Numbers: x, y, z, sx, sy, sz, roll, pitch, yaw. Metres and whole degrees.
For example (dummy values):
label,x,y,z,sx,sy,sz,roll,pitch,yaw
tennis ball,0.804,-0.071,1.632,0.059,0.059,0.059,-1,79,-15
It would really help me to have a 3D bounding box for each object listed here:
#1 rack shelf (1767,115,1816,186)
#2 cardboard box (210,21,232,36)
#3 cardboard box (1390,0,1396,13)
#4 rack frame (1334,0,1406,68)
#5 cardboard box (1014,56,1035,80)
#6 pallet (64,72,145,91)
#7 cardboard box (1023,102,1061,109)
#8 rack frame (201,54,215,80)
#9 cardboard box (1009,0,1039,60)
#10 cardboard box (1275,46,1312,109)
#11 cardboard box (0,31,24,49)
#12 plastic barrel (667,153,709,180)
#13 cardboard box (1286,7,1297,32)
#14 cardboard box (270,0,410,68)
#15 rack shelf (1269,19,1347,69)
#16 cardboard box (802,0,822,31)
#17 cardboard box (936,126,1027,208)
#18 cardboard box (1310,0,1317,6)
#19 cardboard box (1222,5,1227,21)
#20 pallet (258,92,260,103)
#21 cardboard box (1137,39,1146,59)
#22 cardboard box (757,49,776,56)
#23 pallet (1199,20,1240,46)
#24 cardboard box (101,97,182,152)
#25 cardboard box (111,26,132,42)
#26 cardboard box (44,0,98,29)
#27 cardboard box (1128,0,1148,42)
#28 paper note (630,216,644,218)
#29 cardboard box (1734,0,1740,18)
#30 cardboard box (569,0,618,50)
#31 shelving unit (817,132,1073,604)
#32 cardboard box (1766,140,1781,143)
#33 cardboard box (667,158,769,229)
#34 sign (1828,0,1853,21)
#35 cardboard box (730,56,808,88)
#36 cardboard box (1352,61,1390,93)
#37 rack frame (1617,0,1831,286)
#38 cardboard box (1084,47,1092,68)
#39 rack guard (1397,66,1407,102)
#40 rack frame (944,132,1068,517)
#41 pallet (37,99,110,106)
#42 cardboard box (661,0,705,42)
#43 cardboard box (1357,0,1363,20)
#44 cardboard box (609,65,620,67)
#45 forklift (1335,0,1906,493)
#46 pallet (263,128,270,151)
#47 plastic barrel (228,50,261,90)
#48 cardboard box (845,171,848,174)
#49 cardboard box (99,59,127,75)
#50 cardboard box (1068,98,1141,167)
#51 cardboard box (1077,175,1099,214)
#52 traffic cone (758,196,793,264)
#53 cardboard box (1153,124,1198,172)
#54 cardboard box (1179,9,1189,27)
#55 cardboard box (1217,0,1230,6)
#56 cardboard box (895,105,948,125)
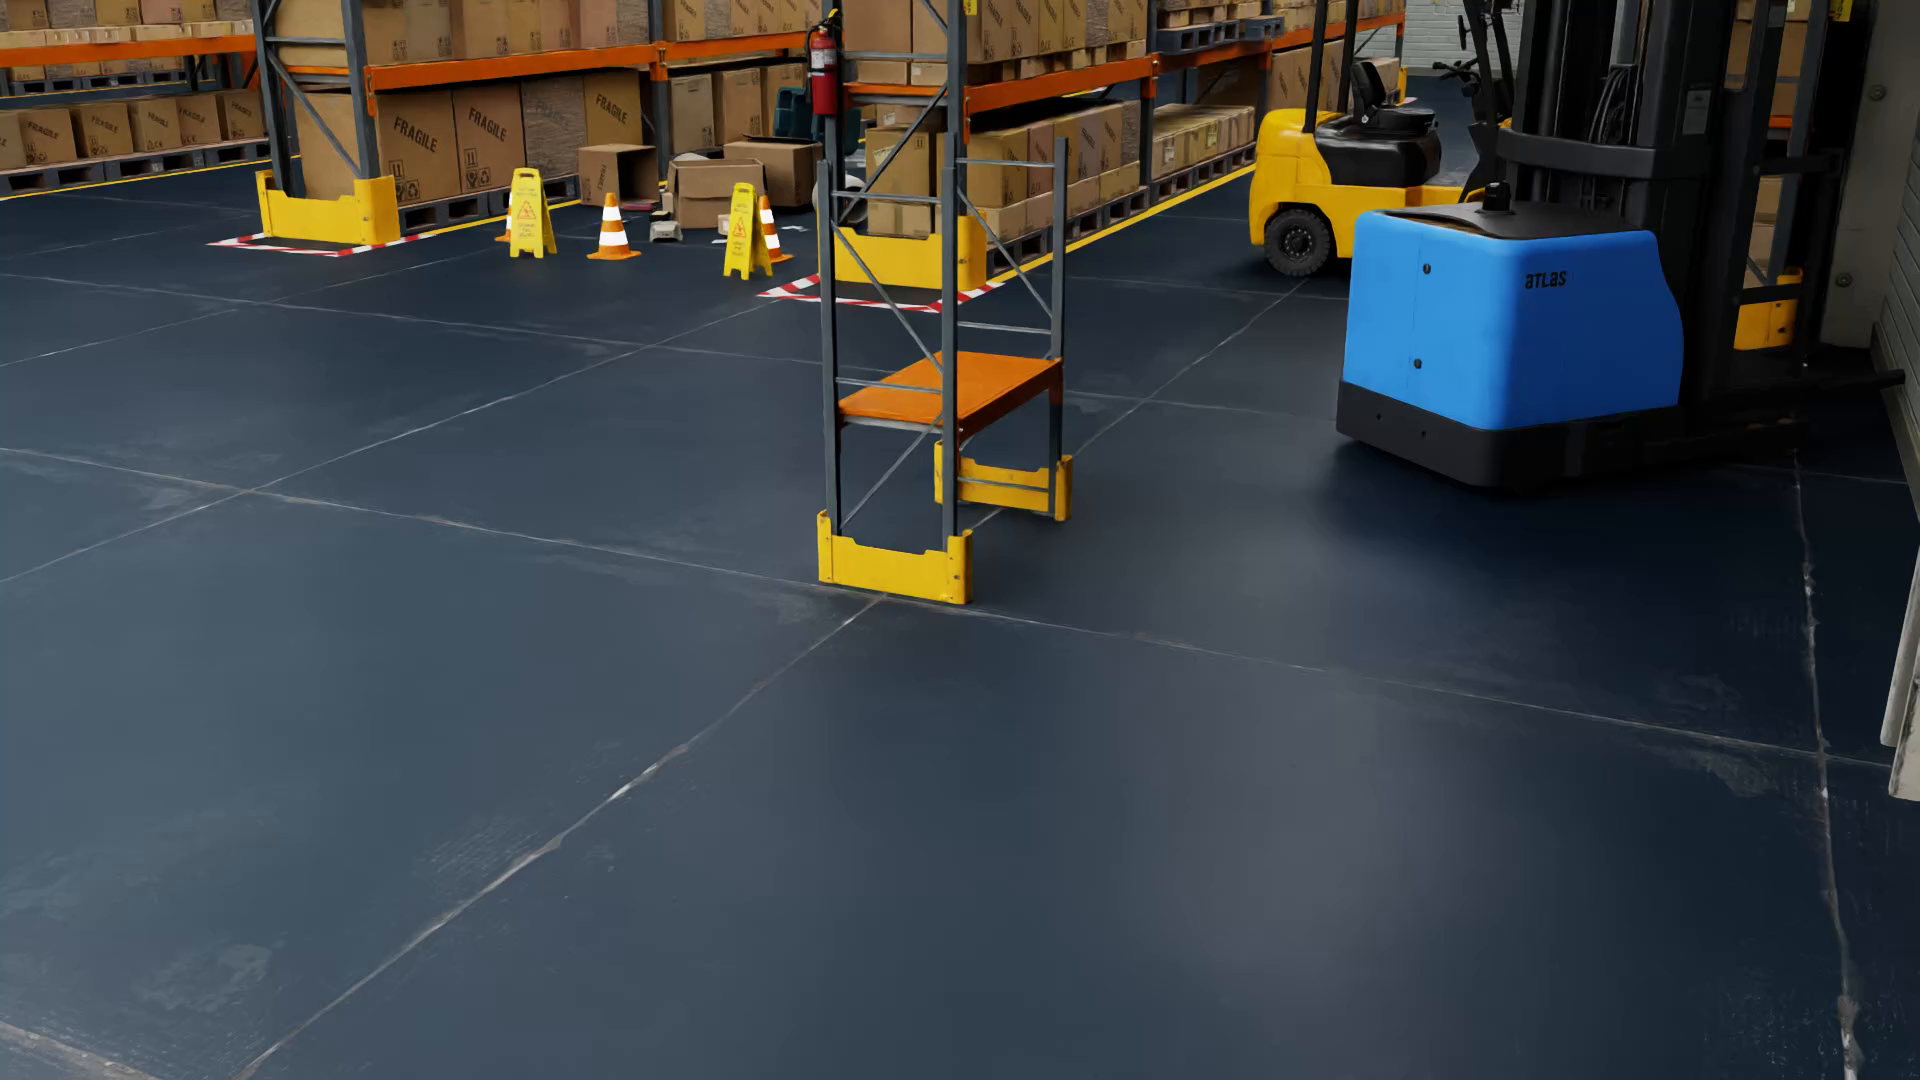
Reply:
label,x,y,z,sx,sy,sz,roll,pitch,yaw
rack shelf,4.915,-2.775,10.869,1.077,0.370,4.000,9,21,23
cardboard box,-7.925,-5.398,17.544,0.380,0.149,0.250,9,21,23
cardboard box,5.942,-7.786,23.736,0.500,0.500,0.500,8,21,22
rack frame,6.118,-8.074,24.695,1.000,3.000,0.127,9,21,23
cardboard box,0.313,-3.360,11.815,0.380,0.149,0.250,9,21,24
pallet,-14.394,-7.629,27.606,1.003,0.211,1.213,9,21,23
cardboard box,0.507,-3.353,13.777,0.500,0.500,0.500,9,22,25
rack frame,-13.597,-9.571,28.905,1.000,3.000,0.127,9,21,23
cardboard box,0.222,-3.635,11.622,0.500,0.500,0.500,9,22,24
cardboard box,3.569,-5.297,19.430,0.875,0.875,0.875,9,21,23
cardboard box,-8.905,-4.627,15.377,0.380,0.149,0.250,9,21,23
plastic barrel,-2.419,-3.283,15.067,0.421,0.421,0.512,-9,22,-24
cardboard box,3.466,-5.832,18.615,0.500,0.250,0.500,8,21,21
cardboard box,-4.881,-4.021,13.076,0.875,0.550,0.550,9,21,23
rack shelf,3.661,-5.901,19.658,1.077,0.370,4.000,9,21,23
cardboard box,-1.861,-5.997,18.705,0.500,0.500,0.500,9,21,23
cardboard box,0.158,-2.654,11.814,0.500,0.500,0.500,8,21,21
cardboard box,3.922,-6.376,19.398,0.500,0.250,0.500,9,21,24
cardboard box,2.360,-5.091,16.055,0.380,0.149,0.250,8,21,21
pallet,-10.433,-6.601,24.714,1.003,0.211,1.213,9,21,23
cardboard box,1.350,-4.147,14.028,0.380,0.149,0.250,8,21,22
cardboard box,-3.485,-8.146,27.441,0.875,0.875,0.875,9,21,23
pallet,2.069,-4.927,16.133,1.003,0.211,1.213,9,21,23
cardboard box,-8.448,-4.292,17.164,0.500,0.500,0.500,7,21,18
cardboard box,-8.457,-5.018,16.478,0.380,0.149,0.250,9,21,23
cardboard box,-8.885,-5.210,16.050,0.875,0.500,0.500,9,21,23
cardboard box,1.249,-4.423,13.835,0.500,0.500,0.500,8,21,21
paper note,-2.760,-2.763,14.223,0.123,0.001,0.032,-14,24,-33
cardboard box,4.514,-3.008,9.332,0.380,0.149,0.250,9,21,23
cardboard box,-3.698,-4.839,15.374,0.875,0.550,0.550,9,21,23
shelving unit,-0.031,-0.683,6.152,0.587,1.500,1.083,9,21,23
cardboard box,5.296,-2.612,11.322,0.500,0.250,0.500,9,21,23
cardboard box,-2.025,-2.891,13.846,0.797,0.503,0.637,-5,20,-15
sign,4.600,-2.870,8.652,0.100,0.325,0.005,9,21,23
cardboard box,-2.047,-5.241,19.459,1.050,0.750,0.750,8,21,22
cardboard box,5.572,-6.568,23.658,0.875,0.438,0.875,9,22,24
rack frame,4.096,-2.503,9.030,1.000,3.000,0.127,9,21,23
cardboard box,0.805,-3.762,12.945,0.380,0.149,0.250,8,21,22
rack guard,6.128,-6.903,25.134,1.175,0.500,0.348,9,21,23
rack frame,0.173,-0.836,6.581,0.500,1.500,0.032,9,21,23
pallet,-11.571,-5.751,22.324,1.003,0.211,1.213,9,21,23
cardboard box,-2.893,-5.225,16.534,0.500,0.500,0.500,9,21,23
cardboard box,4.911,-7.006,21.542,0.500,0.500,0.500,9,22,24
cardboard box,-5.526,-6.664,23.276,1.225,0.875,0.875,9,21,23
forklift,3.296,-1.891,7.412,3.031,2.935,1.130,-9,21,-23
pallet,-7.520,-4.690,19.340,1.003,0.211,1.213,9,21,23
plastic barrel,-10.533,-6.995,24.273,0.600,0.830,0.708,9,21,23
cardboard box,-1.088,-3.163,14.966,0.258,0.266,0.396,-5,20,-15
cardboard box,-14.160,-7.952,27.425,0.500,0.500,0.500,8,21,21
cardboard box,1.206,-3.443,14.032,0.500,0.500,0.500,8,21,22
cardboard box,0.786,-2.771,13.261,0.500,0.250,0.500,9,21,24
traffic cone,-1.435,-2.296,12.234,0.336,0.463,0.334,9,21,23
cardboard box,1.708,-3.746,15.821,0.950,0.372,0.625,10,22,26
cardboard box,1.829,-4.686,14.916,0.380,0.149,0.250,9,21,24
cardboard box,2.277,-5.356,15.831,0.500,0.500,0.500,8,21,20
cardboard box,-0.255,-3.146,12.228,0.380,0.149,0.250,9,22,24
